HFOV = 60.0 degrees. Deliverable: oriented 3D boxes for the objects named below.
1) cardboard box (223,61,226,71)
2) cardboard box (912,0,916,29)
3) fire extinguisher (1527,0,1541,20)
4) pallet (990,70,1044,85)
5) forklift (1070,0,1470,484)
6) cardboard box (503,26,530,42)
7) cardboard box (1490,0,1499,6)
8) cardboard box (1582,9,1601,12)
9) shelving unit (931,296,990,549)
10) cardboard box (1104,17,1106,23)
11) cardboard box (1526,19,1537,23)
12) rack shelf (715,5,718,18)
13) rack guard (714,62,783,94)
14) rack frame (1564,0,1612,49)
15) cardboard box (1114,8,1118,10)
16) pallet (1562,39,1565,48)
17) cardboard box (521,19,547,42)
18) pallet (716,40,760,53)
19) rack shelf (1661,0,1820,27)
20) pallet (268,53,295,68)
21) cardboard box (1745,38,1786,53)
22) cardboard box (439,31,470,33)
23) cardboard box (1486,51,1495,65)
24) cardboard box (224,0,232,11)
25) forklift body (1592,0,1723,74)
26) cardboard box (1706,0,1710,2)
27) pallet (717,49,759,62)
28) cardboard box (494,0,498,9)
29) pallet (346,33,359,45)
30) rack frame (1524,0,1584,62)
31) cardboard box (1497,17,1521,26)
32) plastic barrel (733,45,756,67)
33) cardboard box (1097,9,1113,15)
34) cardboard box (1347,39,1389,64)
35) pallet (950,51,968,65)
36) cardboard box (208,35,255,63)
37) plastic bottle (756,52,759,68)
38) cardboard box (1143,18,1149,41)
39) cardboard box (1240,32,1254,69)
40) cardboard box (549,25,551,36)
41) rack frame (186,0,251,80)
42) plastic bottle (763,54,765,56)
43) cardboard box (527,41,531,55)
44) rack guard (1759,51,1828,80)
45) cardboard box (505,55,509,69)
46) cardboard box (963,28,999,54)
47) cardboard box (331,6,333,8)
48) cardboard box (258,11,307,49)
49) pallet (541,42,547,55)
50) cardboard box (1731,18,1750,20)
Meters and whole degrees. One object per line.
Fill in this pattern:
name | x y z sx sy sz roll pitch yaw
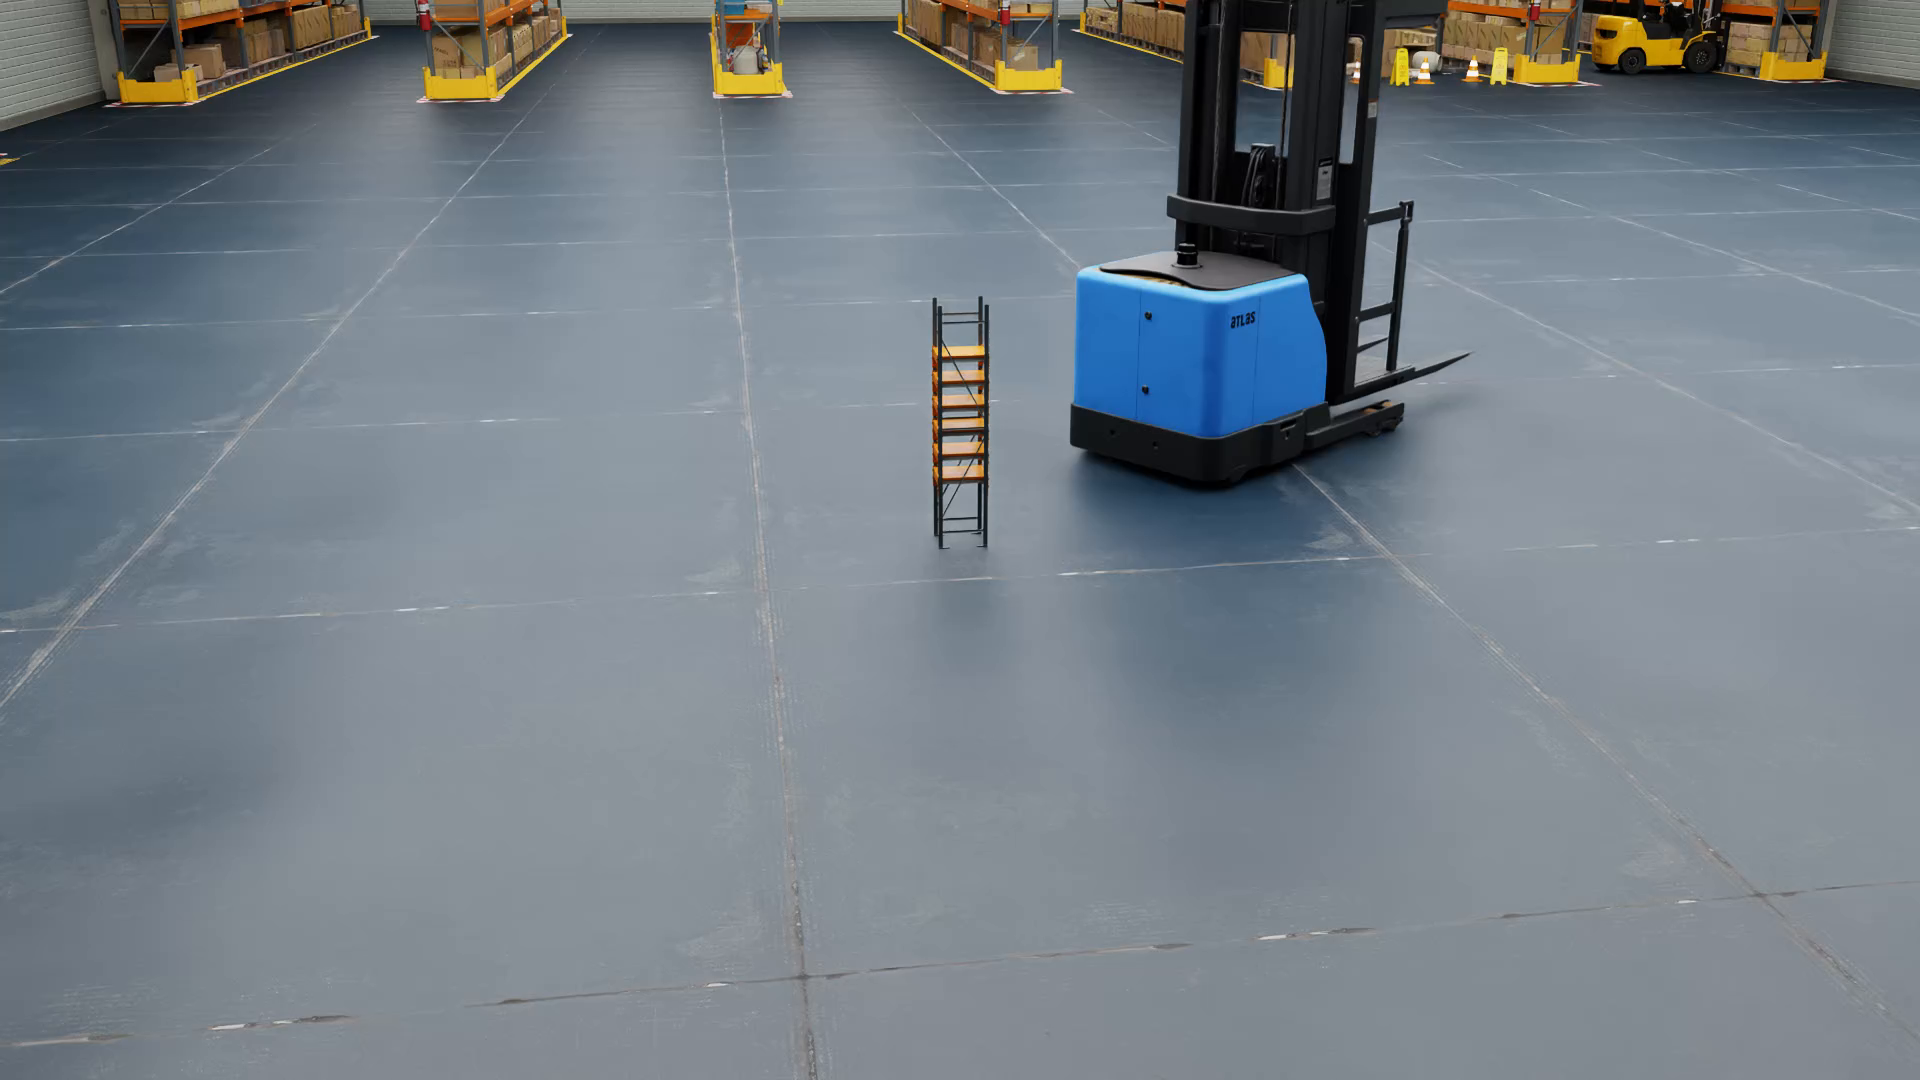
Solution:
cardboard box | -13.935 -8.853 31.054 0.380 0.166 0.250 -6 21 -15
cardboard box | -0.765 -13.731 43.130 0.875 0.875 0.875 -3 21 -8
fire extinguisher | 10.606 -9.924 30.609 0.296 0.674 0.183 -3 21 -8
pallet | 1.146 -8.526 30.742 1.003 0.211 1.213 -3 21 -8
forklift | 2.027 -2.101 9.653 3.031 2.935 1.130 -19 28 -41
cardboard box | -9.317 -10.617 34.884 0.500 0.311 0.500 -3 21 -9
cardboard box | 10.527 -10.463 32.302 0.380 0.149 0.250 -3 21 -8
cardboard box | 15.037 -12.570 39.630 0.380 0.149 0.250 -2 21 -5
shelving unit | 0.002 -0.557 7.993 0.258 1.200 0.189 -3 21 -8
cardboard box | 3.951 -13.444 42.974 0.380 0.149 0.250 -4 21 -10
cardboard box | 14.297 -12.739 41.010 0.500 0.500 0.500 -4 21 -10
rack shelf | -4.527 -11.013 34.445 1.077 0.370 4.000 -3 21 -8
rack guard | -3.719 -8.126 29.258 1.175 0.500 0.348 -3 21 -8
rack frame | 14.804 -13.044 38.854 1.000 3.000 0.127 -3 21 -8
cardboard box | 4.300 -13.981 43.986 0.380 0.149 0.250 -4 21 -10
pallet | 14.734 -11.998 40.039 1.003 0.211 1.213 -3 21 -8
cardboard box | -9.804 -11.713 38.233 0.500 0.500 0.500 -3 21 -7
pallet | -5.143 -11.429 38.515 1.003 0.211 1.213 -3 21 -8
rack shelf | 15.669 -10.630 33.418 1.077 0.370 4.000 -3 21 -8
pallet | -14.508 -9.966 34.598 1.003 0.211 1.213 -3 21 -8
cardboard box | 15.578 -9.570 32.167 0.500 0.250 0.500 -3 21 -8
cardboard box | -9.165 -8.974 30.214 0.500 0.500 0.500 -3 21 -8
cardboard box | 10.596 -9.377 32.366 0.500 0.250 0.500 -3 21 -8
cardboard box | -13.610 -9.776 30.289 0.500 0.250 0.500 -3 21 -8
forklift body | 13.878 -10.441 33.098 2.313 2.155 1.214 -3 21 -8
cardboard box | 15.352 -11.185 33.732 0.500 0.500 0.500 -3 21 -8
pallet | -4.742 -10.466 35.937 1.003 0.211 1.213 -3 21 -8
cardboard box | -8.988 -10.121 30.883 0.700 0.500 0.500 -3 21 -8
pallet | -15.407 -12.312 40.880 1.003 0.211 1.213 -3 21 -8
rack frame | 11.046 -10.023 30.764 1.000 3.000 0.127 -3 21 -8
cardboard box | 10.553 -9.974 31.966 0.380 0.149 0.250 -2 21 -6
plastic barrel | -3.905 -8.702 30.183 0.421 0.512 0.421 0 20 0
cardboard box | 3.812 -13.858 43.656 0.380 0.149 0.250 -2 21 -6
cardboard box | 8.144 -9.721 33.329 0.797 0.637 0.503 -3 21 -8
pallet | 0.370 -10.294 35.477 1.003 0.211 1.213 -3 21 -8
cardboard box | -14.289 -9.624 32.640 0.700 0.500 0.500 -3 21 -9
plastic bottle | -3.872 -9.143 31.662 0.061 0.283 0.133 -3 21 -8
cardboard box | 4.584 -11.928 38.838 0.500 0.500 0.500 -2 21 -6
cardboard box | 5.870 -9.475 31.735 0.875 0.875 0.875 -3 21 -9
cardboard box | -10.140 -12.282 40.027 0.500 0.311 0.500 -3 21 -8
rack frame | -14.042 -10.158 31.127 1.000 3.000 0.127 -3 21 -8
plastic bottle | -3.679 -8.998 31.291 0.097 0.271 0.097 0 20 0
cardboard box | -9.322 -10.355 34.983 0.500 0.250 0.500 -3 21 -8
rack guard | 15.961 -9.095 31.853 1.175 0.500 0.348 -3 21 -8
cardboard box | -8.795 -8.995 31.342 0.500 0.250 0.500 -3 21 -8
cardboard box | 0.464 -10.516 35.030 0.700 0.500 0.500 -5 21 -12
cardboard box | -15.603 -13.000 40.780 0.380 0.149 0.250 -3 21 -7
cardboard box | -14.595 -10.994 35.837 0.750 0.750 0.750 -3 21 -8
pallet | -9.960 -11.170 37.821 1.003 0.211 1.213 -3 21 -8
cardboard box | 15.790 -10.525 34.010 0.500 0.250 0.500 -3 21 -7
